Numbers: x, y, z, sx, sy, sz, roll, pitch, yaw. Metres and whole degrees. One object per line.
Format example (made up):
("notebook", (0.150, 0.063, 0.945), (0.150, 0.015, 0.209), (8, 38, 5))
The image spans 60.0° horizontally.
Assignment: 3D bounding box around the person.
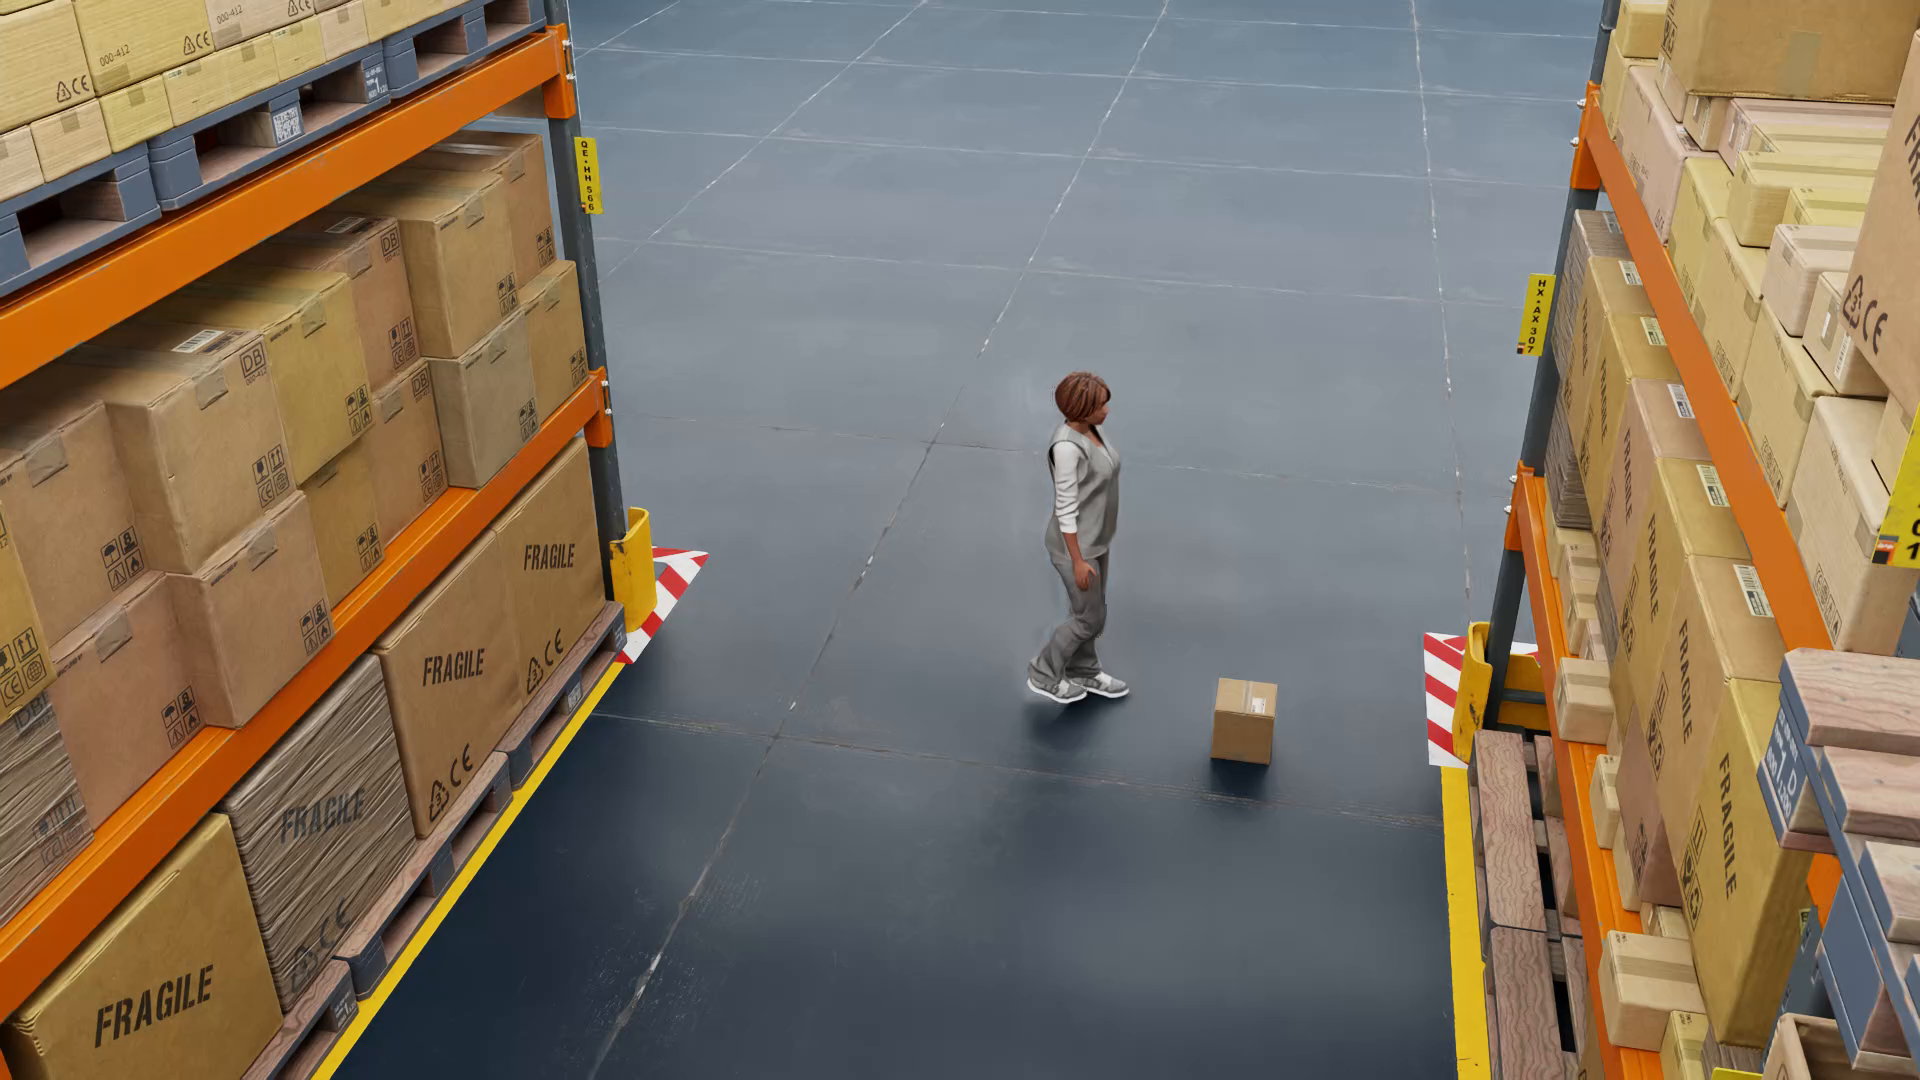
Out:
("person", (0.524, 0.021, 7.082), (0.424, 1.608, 0.429), (10, 31, 17))
